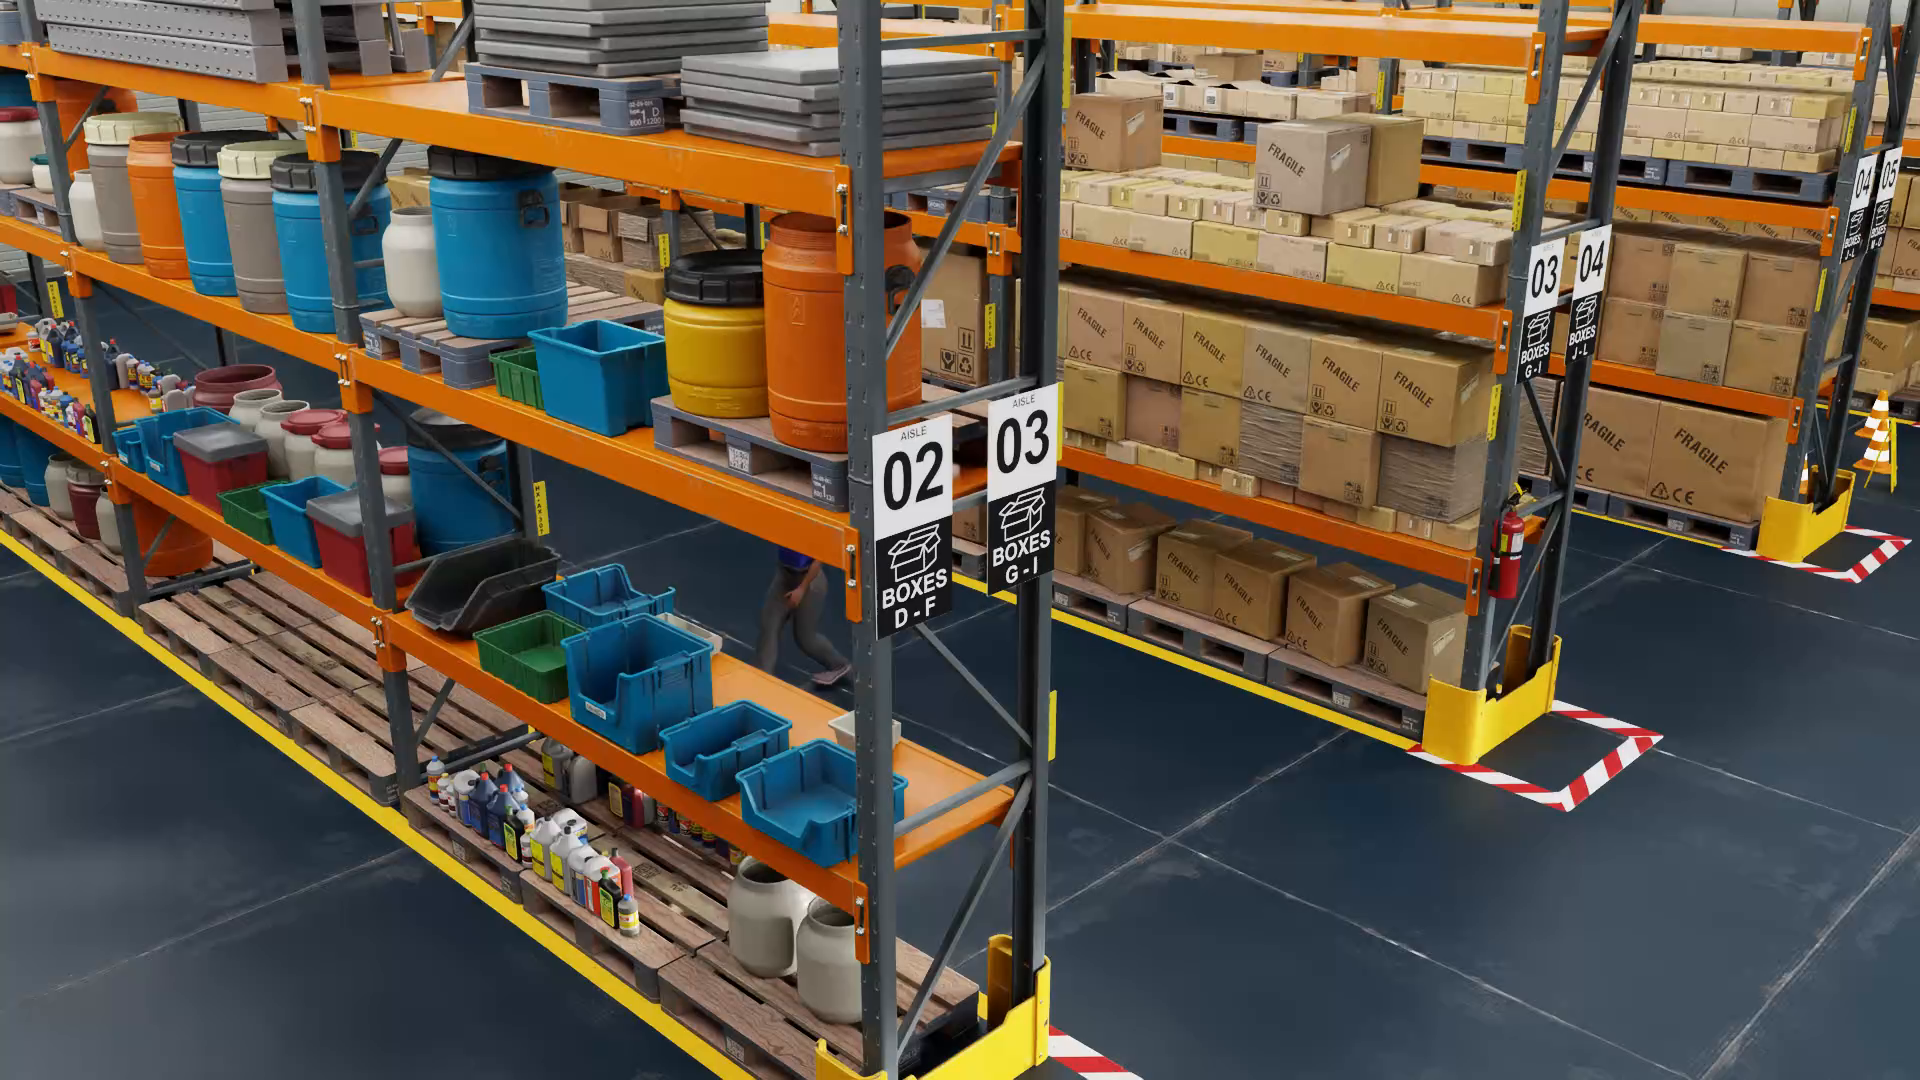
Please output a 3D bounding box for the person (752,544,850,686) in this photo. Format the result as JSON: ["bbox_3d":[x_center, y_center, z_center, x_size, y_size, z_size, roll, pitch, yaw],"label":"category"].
[{"bbox_3d":[-1.134,0.292,10.851,0.903,1.583,0.496,-18,27,-39],"label":"person"}]
